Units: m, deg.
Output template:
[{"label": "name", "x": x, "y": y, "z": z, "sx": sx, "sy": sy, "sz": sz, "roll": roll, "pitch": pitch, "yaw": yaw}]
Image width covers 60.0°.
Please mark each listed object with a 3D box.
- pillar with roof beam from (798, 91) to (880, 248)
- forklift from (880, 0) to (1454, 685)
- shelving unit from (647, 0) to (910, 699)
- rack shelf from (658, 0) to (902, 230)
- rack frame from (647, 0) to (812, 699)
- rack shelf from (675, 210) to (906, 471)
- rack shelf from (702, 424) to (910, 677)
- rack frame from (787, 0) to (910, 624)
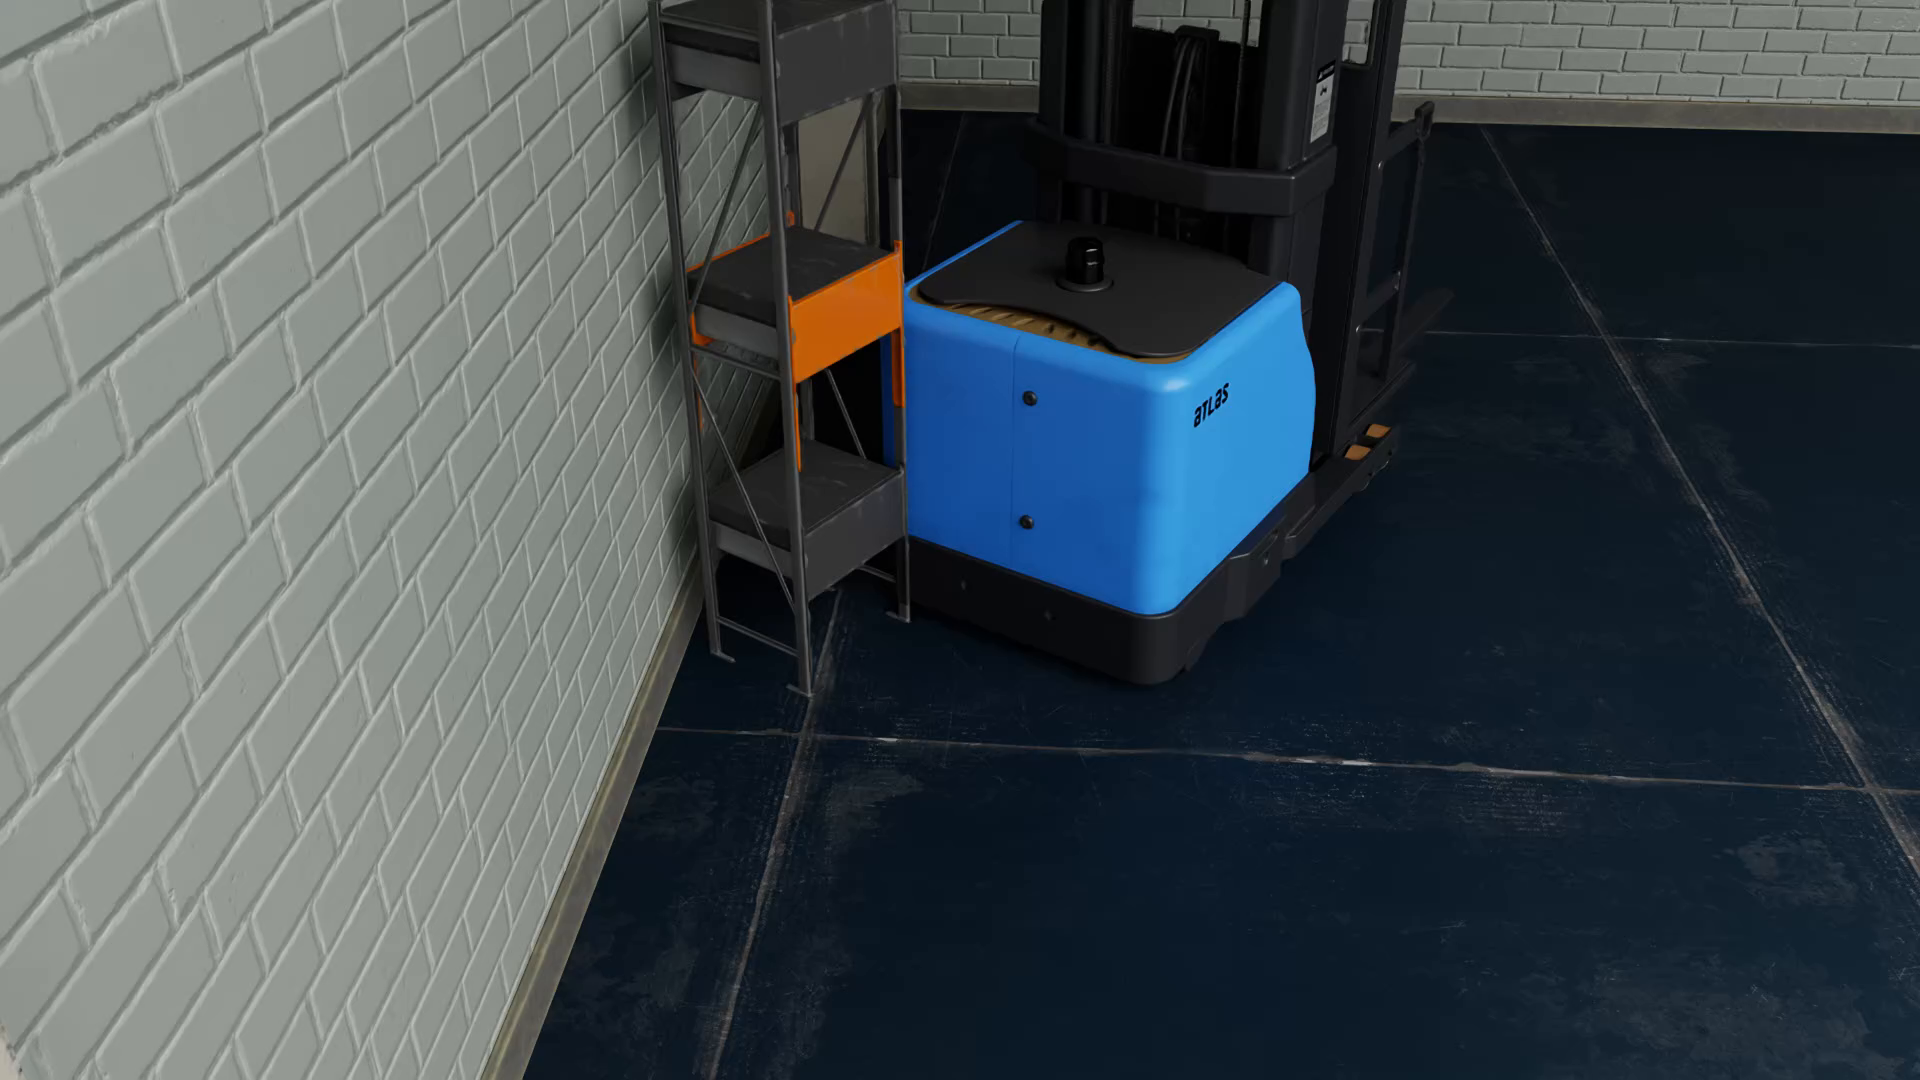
[{"label": "pillar with roof beam", "x": 3.763, "y": -4.662, "z": 4.737, "sx": 9.100, "sy": 9.000, "sz": 0.400, "roll": 2, "pitch": 32, "yaw": 4}, {"label": "forklift", "x": 0.977, "y": -1.551, "z": 5.472, "sx": 1.130, "sy": 2.935, "sz": 3.031, "roll": 19, "pitch": 36, "yaw": 28}, {"label": "shelving unit", "x": -0.469, "y": -0.585, "z": 4.699, "sx": 0.431, "sy": 2.100, "sz": 0.503, "roll": 21, "pitch": 37, "yaw": 30}, {"label": "rack shelf", "x": -0.469, "y": -1.170, "z": 4.339, "sx": 0.431, "sy": 0.518, "sz": 0.480, "roll": 21, "pitch": 37, "yaw": 30}, {"label": "rack frame", "x": -0.611, "y": -0.482, "z": 4.530, "sx": 0.400, "sy": 2.100, "sz": 0.015, "roll": 21, "pitch": 37, "yaw": 30}, {"label": "rack shelf", "x": -0.469, "y": -0.574, "z": 4.706, "sx": 0.431, "sy": 0.518, "sz": 0.480, "roll": 21, "pitch": 37, "yaw": 30}, {"label": "rack shelf", "x": -0.469, "y": 0.022, "z": 5.073, "sx": 0.431, "sy": 0.518, "sz": 0.480, "roll": 21, "pitch": 37, "yaw": 30}, {"label": "rack frame", "x": -0.326, "y": -0.689, "z": 4.867, "sx": 0.400, "sy": 2.100, "sz": 0.015, "roll": 21, "pitch": 37, "yaw": 30}]
